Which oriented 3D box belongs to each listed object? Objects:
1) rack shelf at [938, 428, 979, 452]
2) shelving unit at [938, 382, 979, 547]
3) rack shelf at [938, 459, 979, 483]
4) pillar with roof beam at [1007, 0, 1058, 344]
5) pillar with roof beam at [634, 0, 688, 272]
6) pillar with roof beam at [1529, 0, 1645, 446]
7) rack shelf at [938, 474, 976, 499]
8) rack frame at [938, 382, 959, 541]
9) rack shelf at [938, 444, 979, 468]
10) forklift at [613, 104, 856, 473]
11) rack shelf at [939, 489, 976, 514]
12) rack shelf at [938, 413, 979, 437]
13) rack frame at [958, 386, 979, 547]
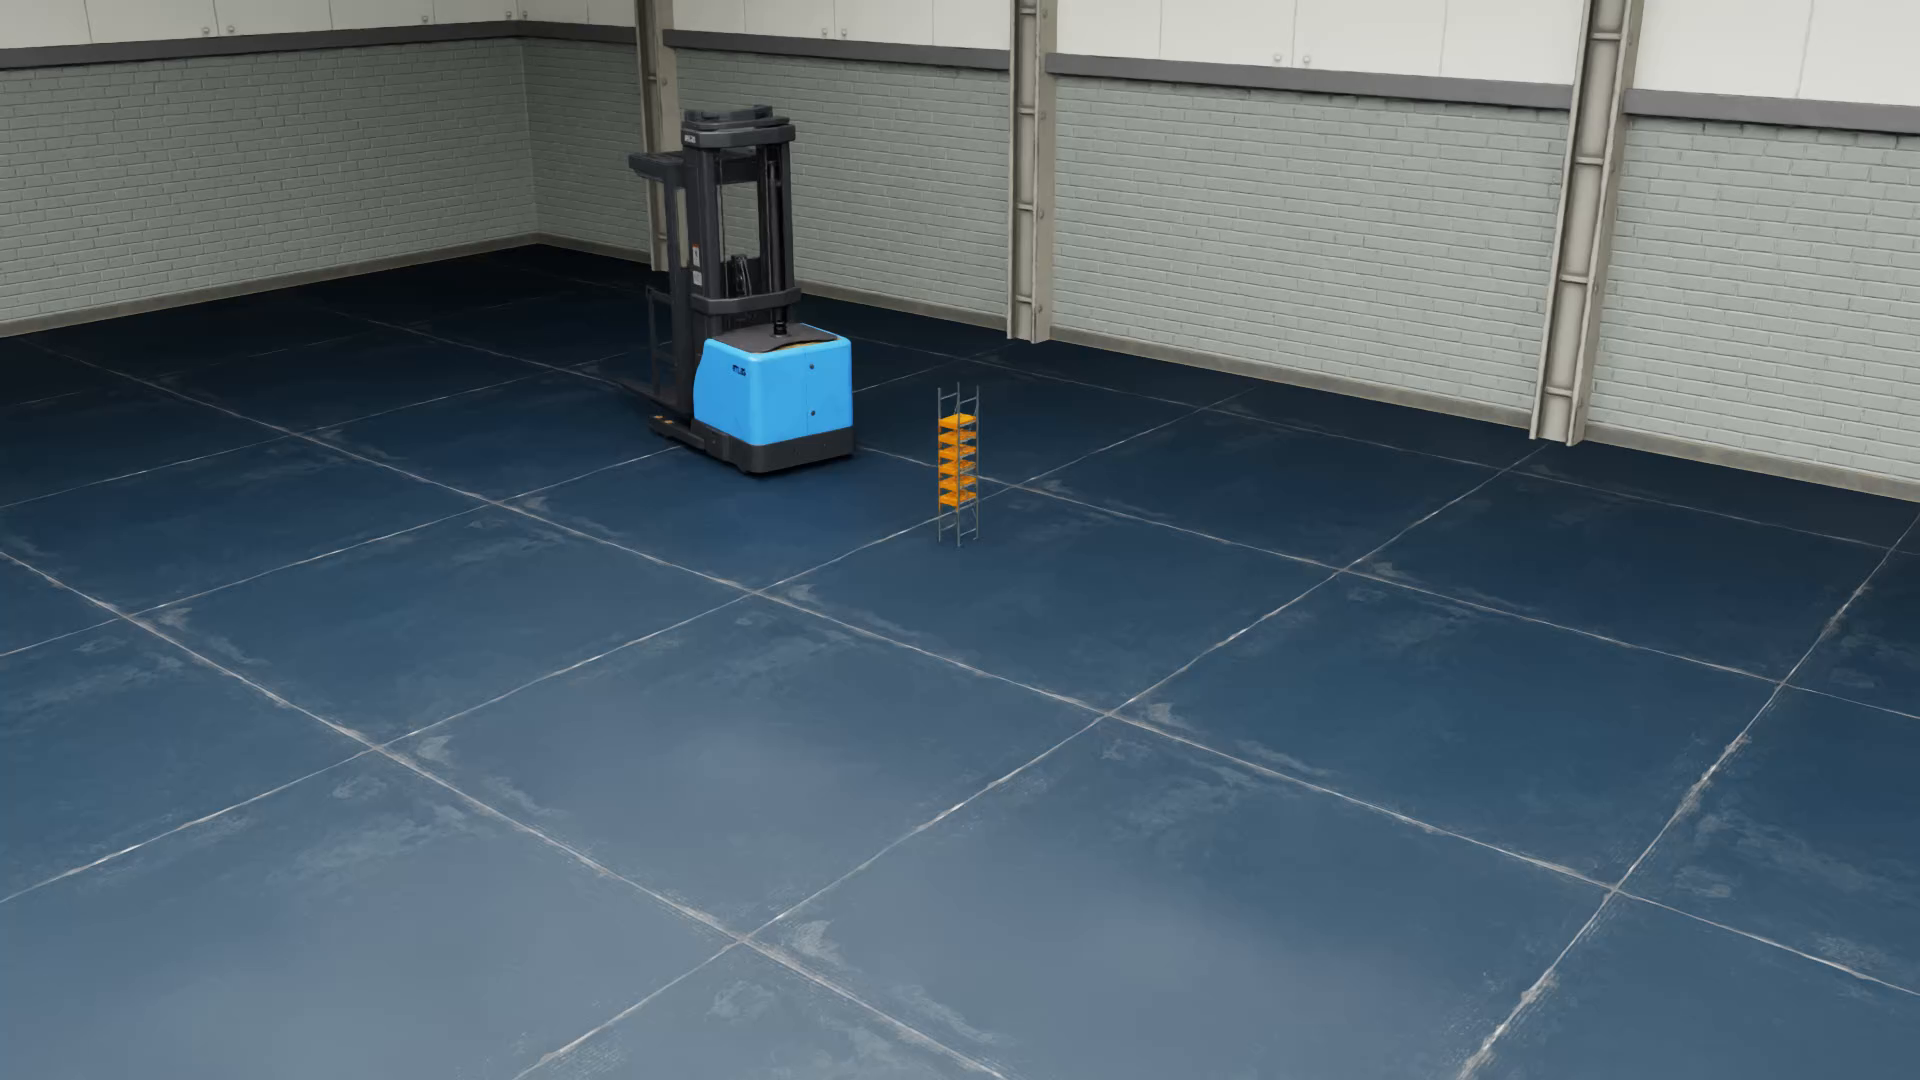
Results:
[{"bbox_3d":[-0.011,-0.748,12.396,0.180,0.103,0.258,16,26,36],"label":"rack shelf"},{"bbox_3d":[-0.011,-0.565,12.465,0.189,1.200,0.258,16,26,36],"label":"shelving unit"},{"bbox_3d":[-0.011,-0.523,12.481,0.180,0.103,0.258,16,26,36],"label":"rack shelf"},{"bbox_3d":[-1.949,-5.295,13.956,0.400,9.000,9.100,16,26,36],"label":"pillar with roof beam"},{"bbox_3d":[-6.597,-6.634,17.506,0.400,9.000,9.100,16,26,36],"label":"pillar with roof beam"},{"bbox_3d":[2.700,-3.956,10.406,0.400,9.000,9.100,16,26,36],"label":"pillar with roof beam"},{"bbox_3d":[-0.011,-0.411,12.523,0.180,0.103,0.258,16,26,36],"label":"rack shelf"},{"bbox_3d":[-0.082,-0.585,12.519,0.006,1.200,0.240,16,26,36],"label":"rack frame"},{"bbox_3d":[-0.011,-0.635,12.438,0.180,0.103,0.258,16,26,36],"label":"rack shelf"},{"bbox_3d":[-2.206,-2.389,14.849,1.130,2.935,3.031,-15,25,-35],"label":"forklift"},{"bbox_3d":[-0.011,-0.298,12.565,0.180,0.103,0.258,16,26,36],"label":"rack shelf"},{"bbox_3d":[-0.011,-0.860,12.354,0.180,0.103,0.258,16,26,36],"label":"rack shelf"},{"bbox_3d":[0.060,-0.544,12.411,0.006,1.200,0.240,16,26,36],"label":"rack frame"}]
